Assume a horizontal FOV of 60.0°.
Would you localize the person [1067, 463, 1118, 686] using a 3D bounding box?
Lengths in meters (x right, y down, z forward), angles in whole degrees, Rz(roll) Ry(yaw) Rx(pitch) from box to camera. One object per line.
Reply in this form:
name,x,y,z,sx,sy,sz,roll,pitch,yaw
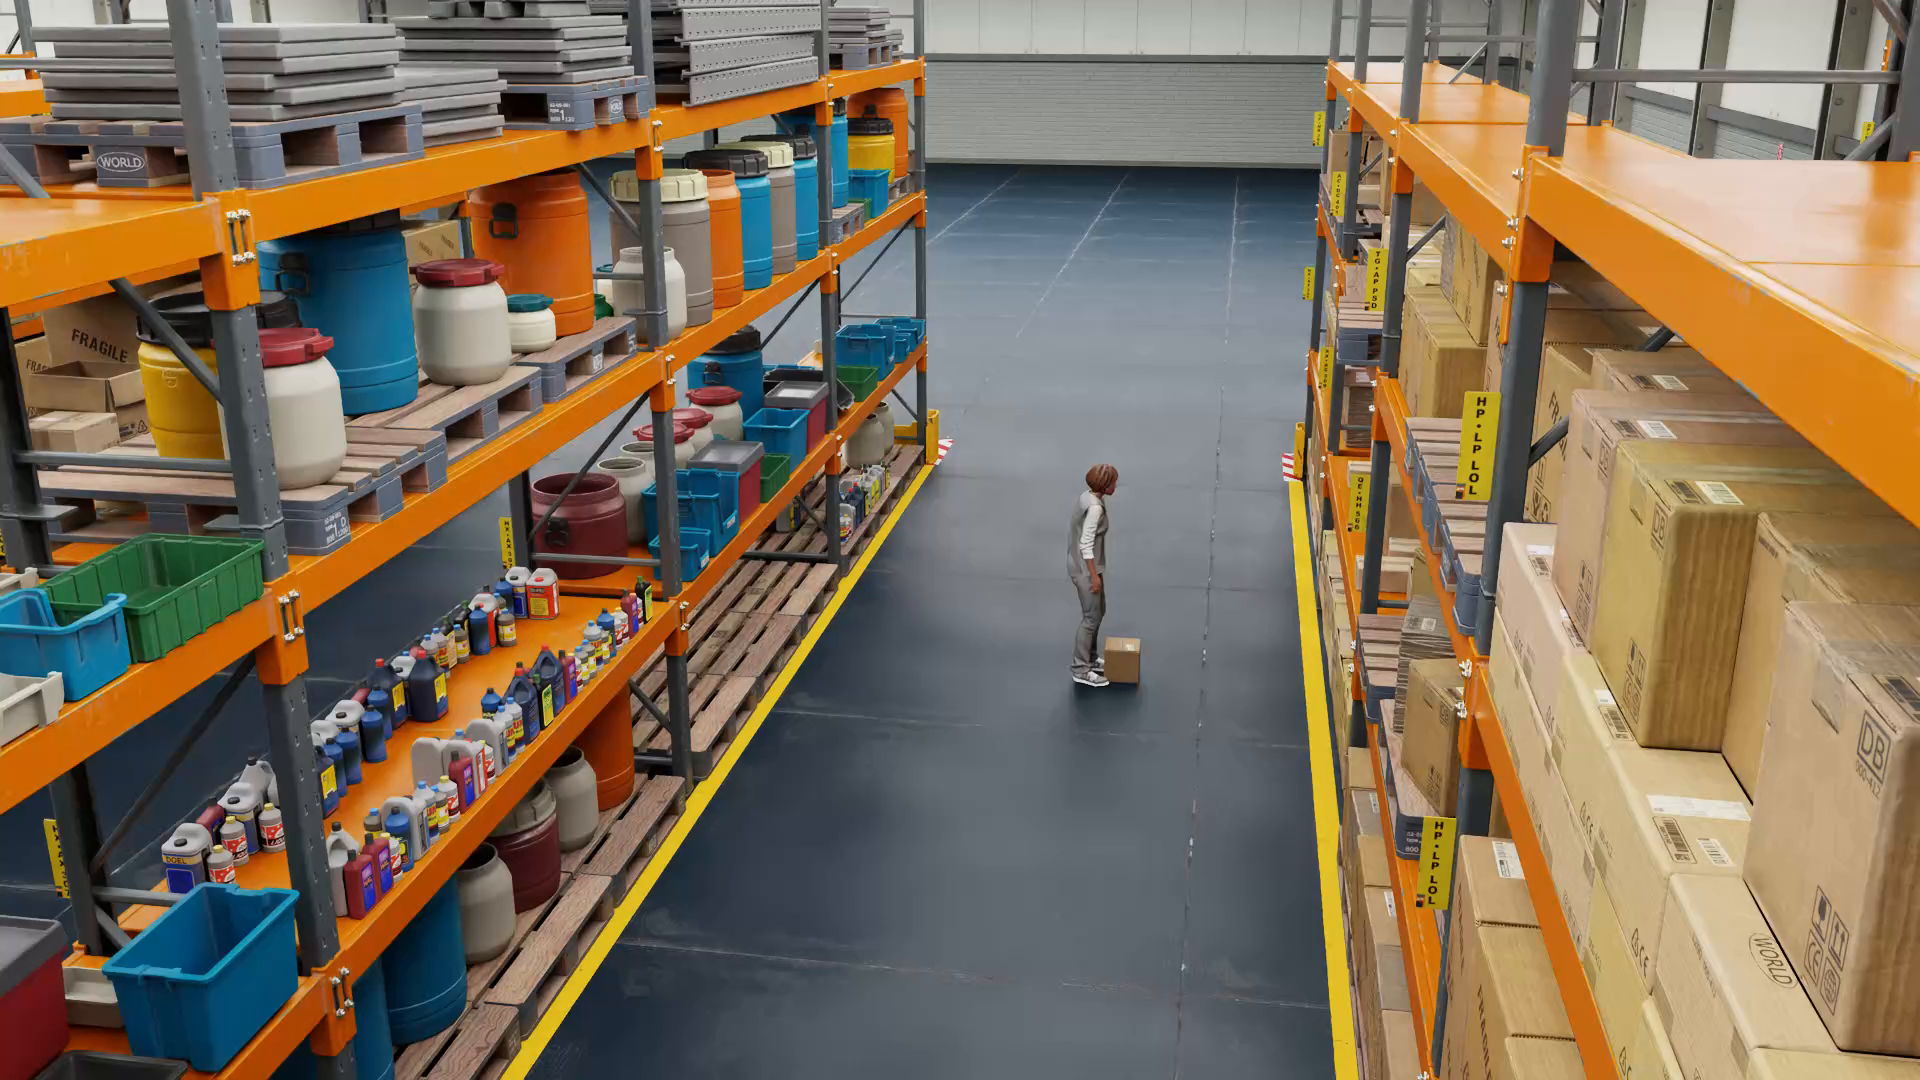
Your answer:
person,0.951,0.224,11.891,0.374,1.593,0.485,2,18,6
